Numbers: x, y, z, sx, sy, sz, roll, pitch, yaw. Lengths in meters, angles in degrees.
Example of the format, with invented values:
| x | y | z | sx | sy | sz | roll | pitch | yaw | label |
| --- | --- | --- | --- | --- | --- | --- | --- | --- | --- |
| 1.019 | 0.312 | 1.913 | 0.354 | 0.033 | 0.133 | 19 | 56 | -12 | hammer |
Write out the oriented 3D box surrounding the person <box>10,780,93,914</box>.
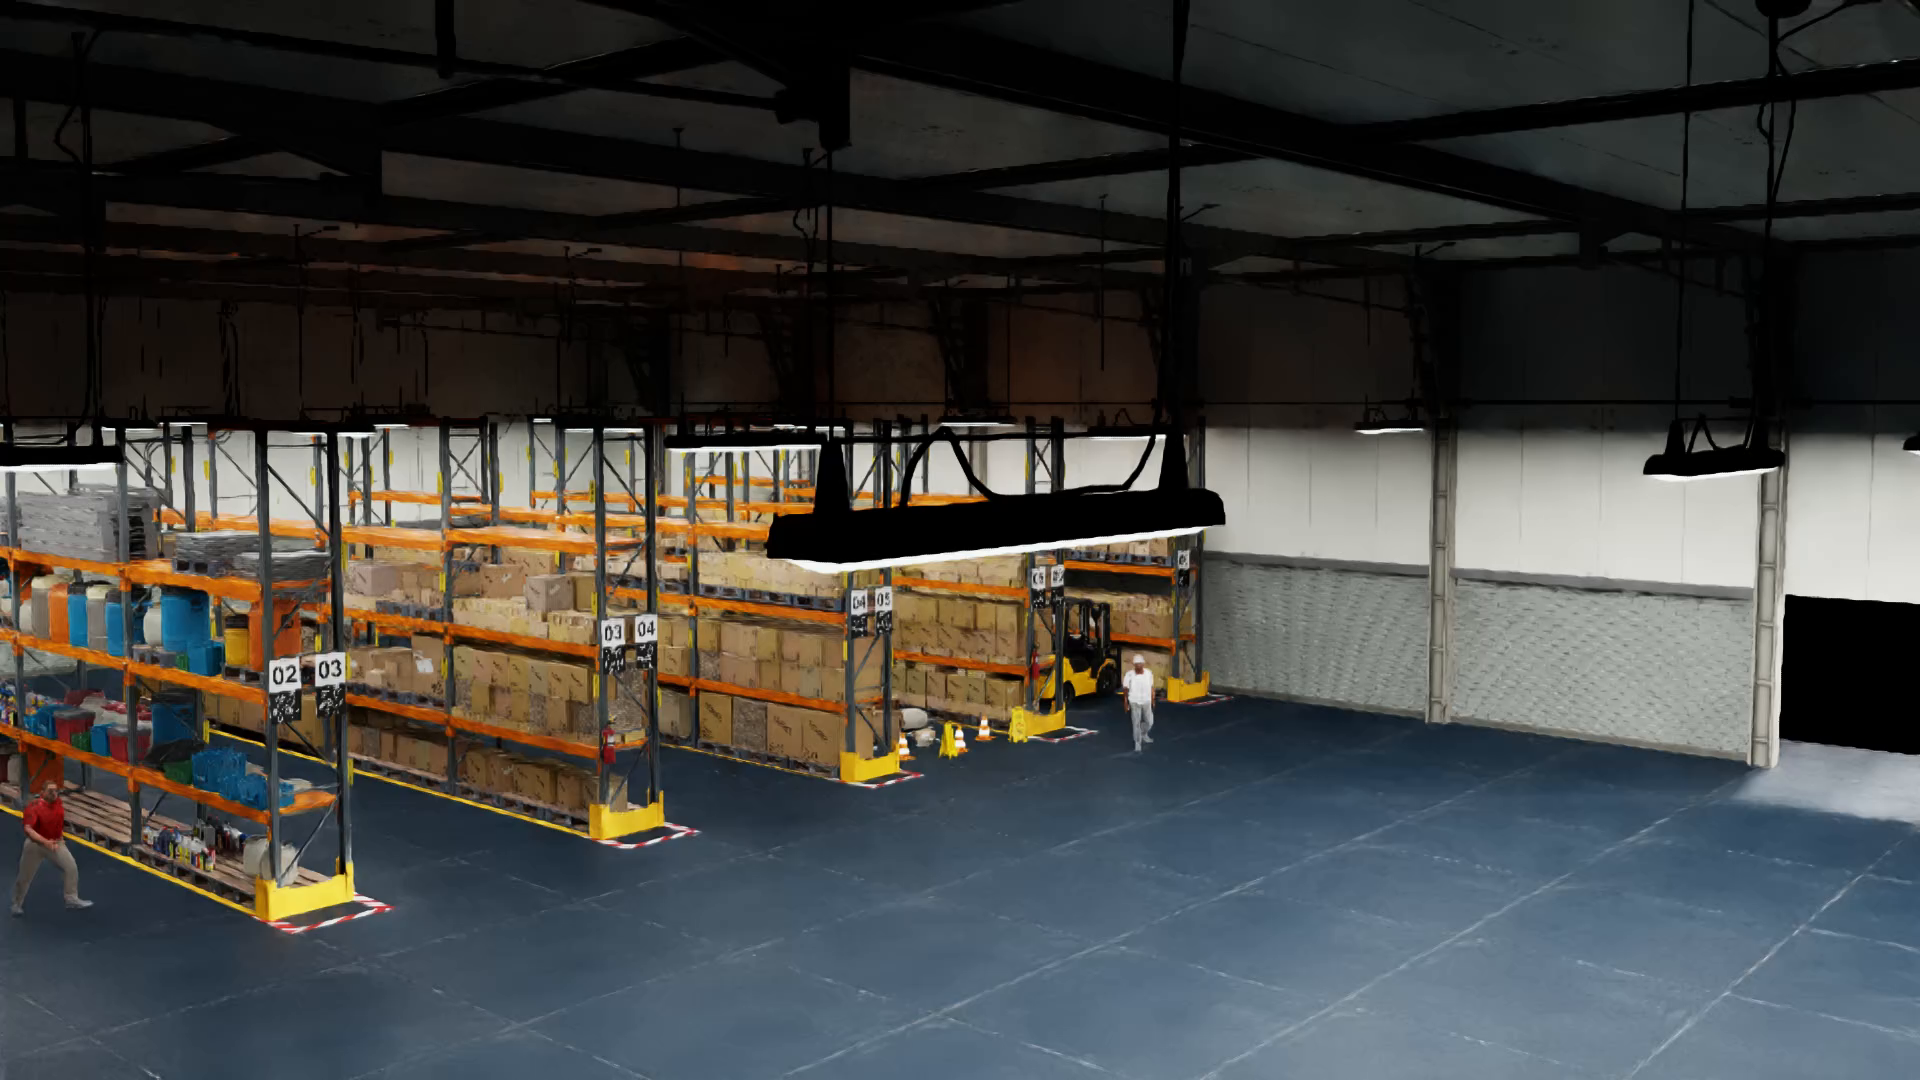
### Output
| x | y | z | sx | sy | sz | roll | pitch | yaw | label |
| --- | --- | --- | --- | --- | --- | --- | --- | --- | --- |
| -11.343 | 3.777 | 20.612 | 0.860 | 1.658 | 0.691 | 2 | 5 | 24 | person |

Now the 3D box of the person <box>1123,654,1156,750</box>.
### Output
| x | y | z | sx | sy | sz | roll | pitch | yaw | label |
| --- | --- | --- | --- | --- | --- | --- | --- | --- | --- |
| 3.268 | 2.940 | 30.335 | 0.615 | 1.761 | 0.577 | -1 | 5 | -10 | person |
